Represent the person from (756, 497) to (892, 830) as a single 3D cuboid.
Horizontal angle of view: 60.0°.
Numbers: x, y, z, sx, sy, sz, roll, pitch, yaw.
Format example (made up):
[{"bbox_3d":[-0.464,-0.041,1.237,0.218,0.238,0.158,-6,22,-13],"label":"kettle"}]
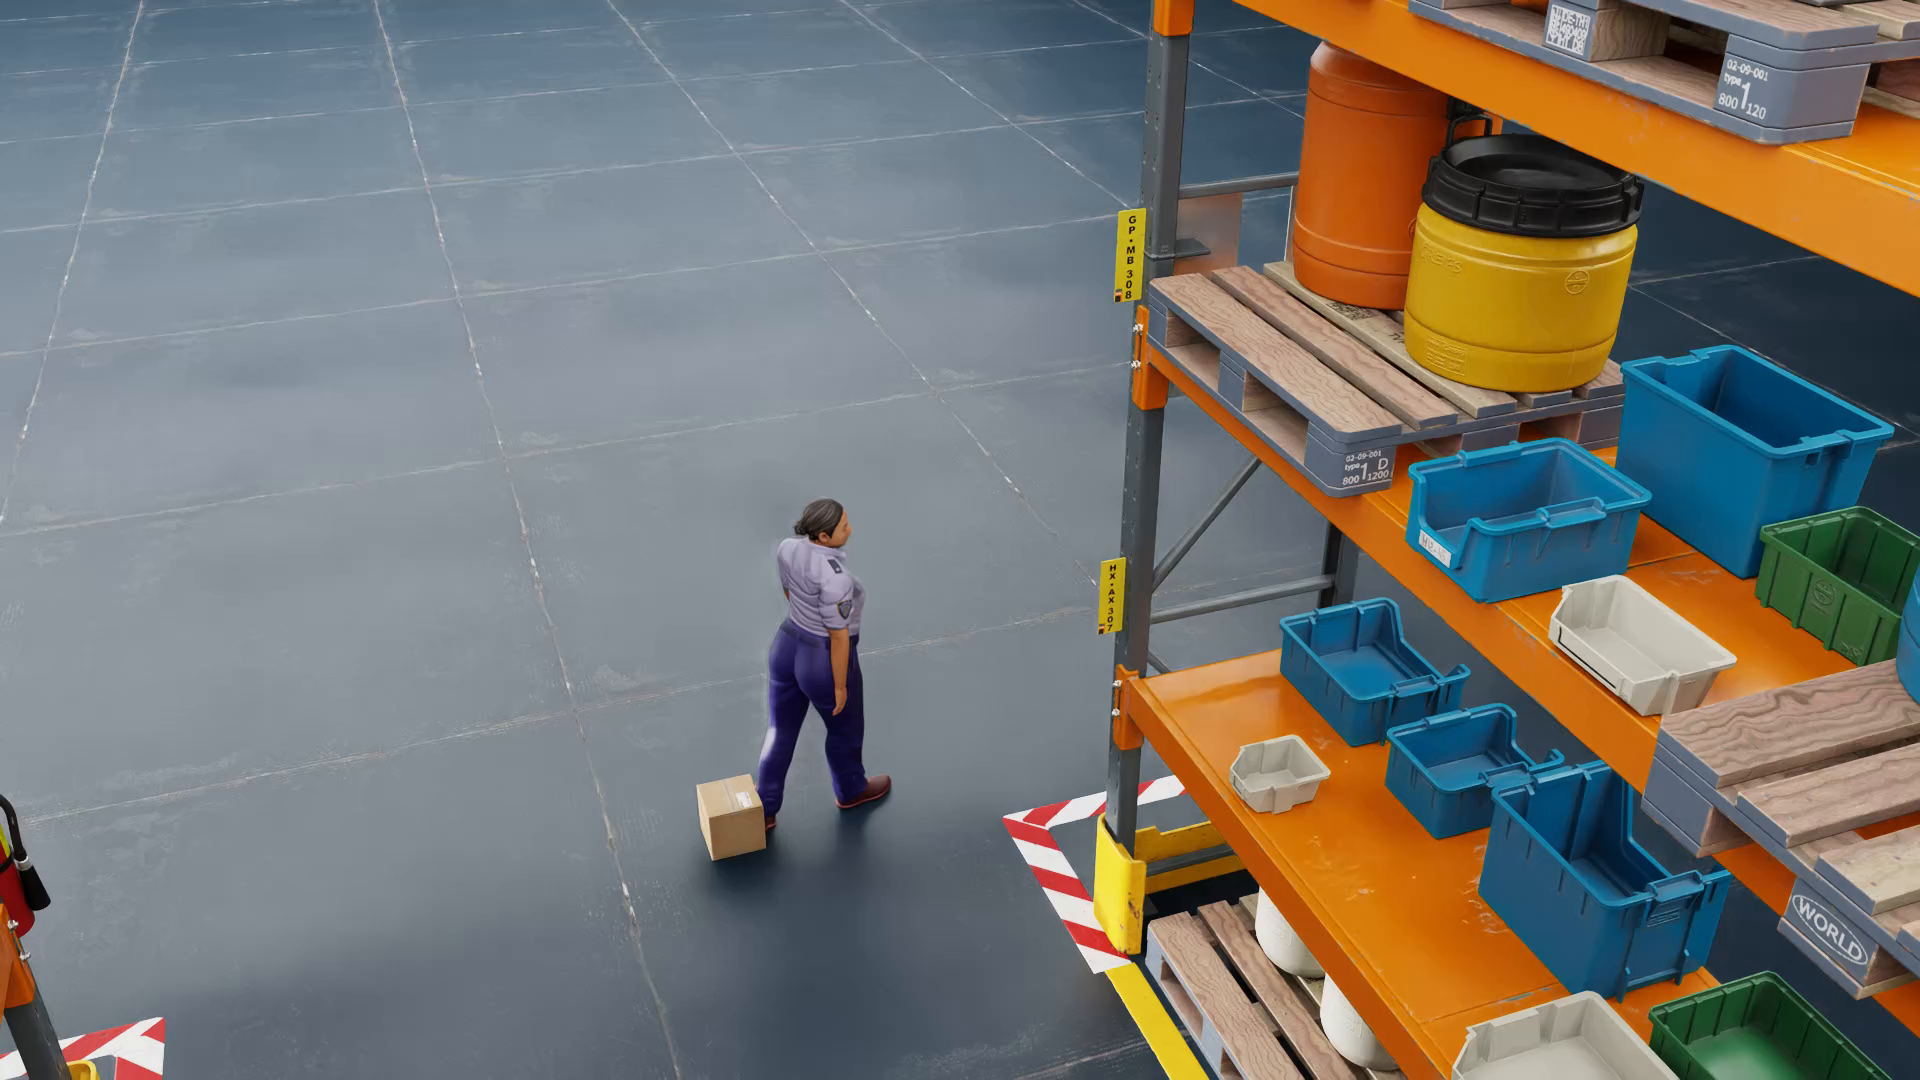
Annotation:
[{"bbox_3d":[-0.659,0.546,7.400,0.511,1.630,0.696,24,38,36],"label":"person"}]
